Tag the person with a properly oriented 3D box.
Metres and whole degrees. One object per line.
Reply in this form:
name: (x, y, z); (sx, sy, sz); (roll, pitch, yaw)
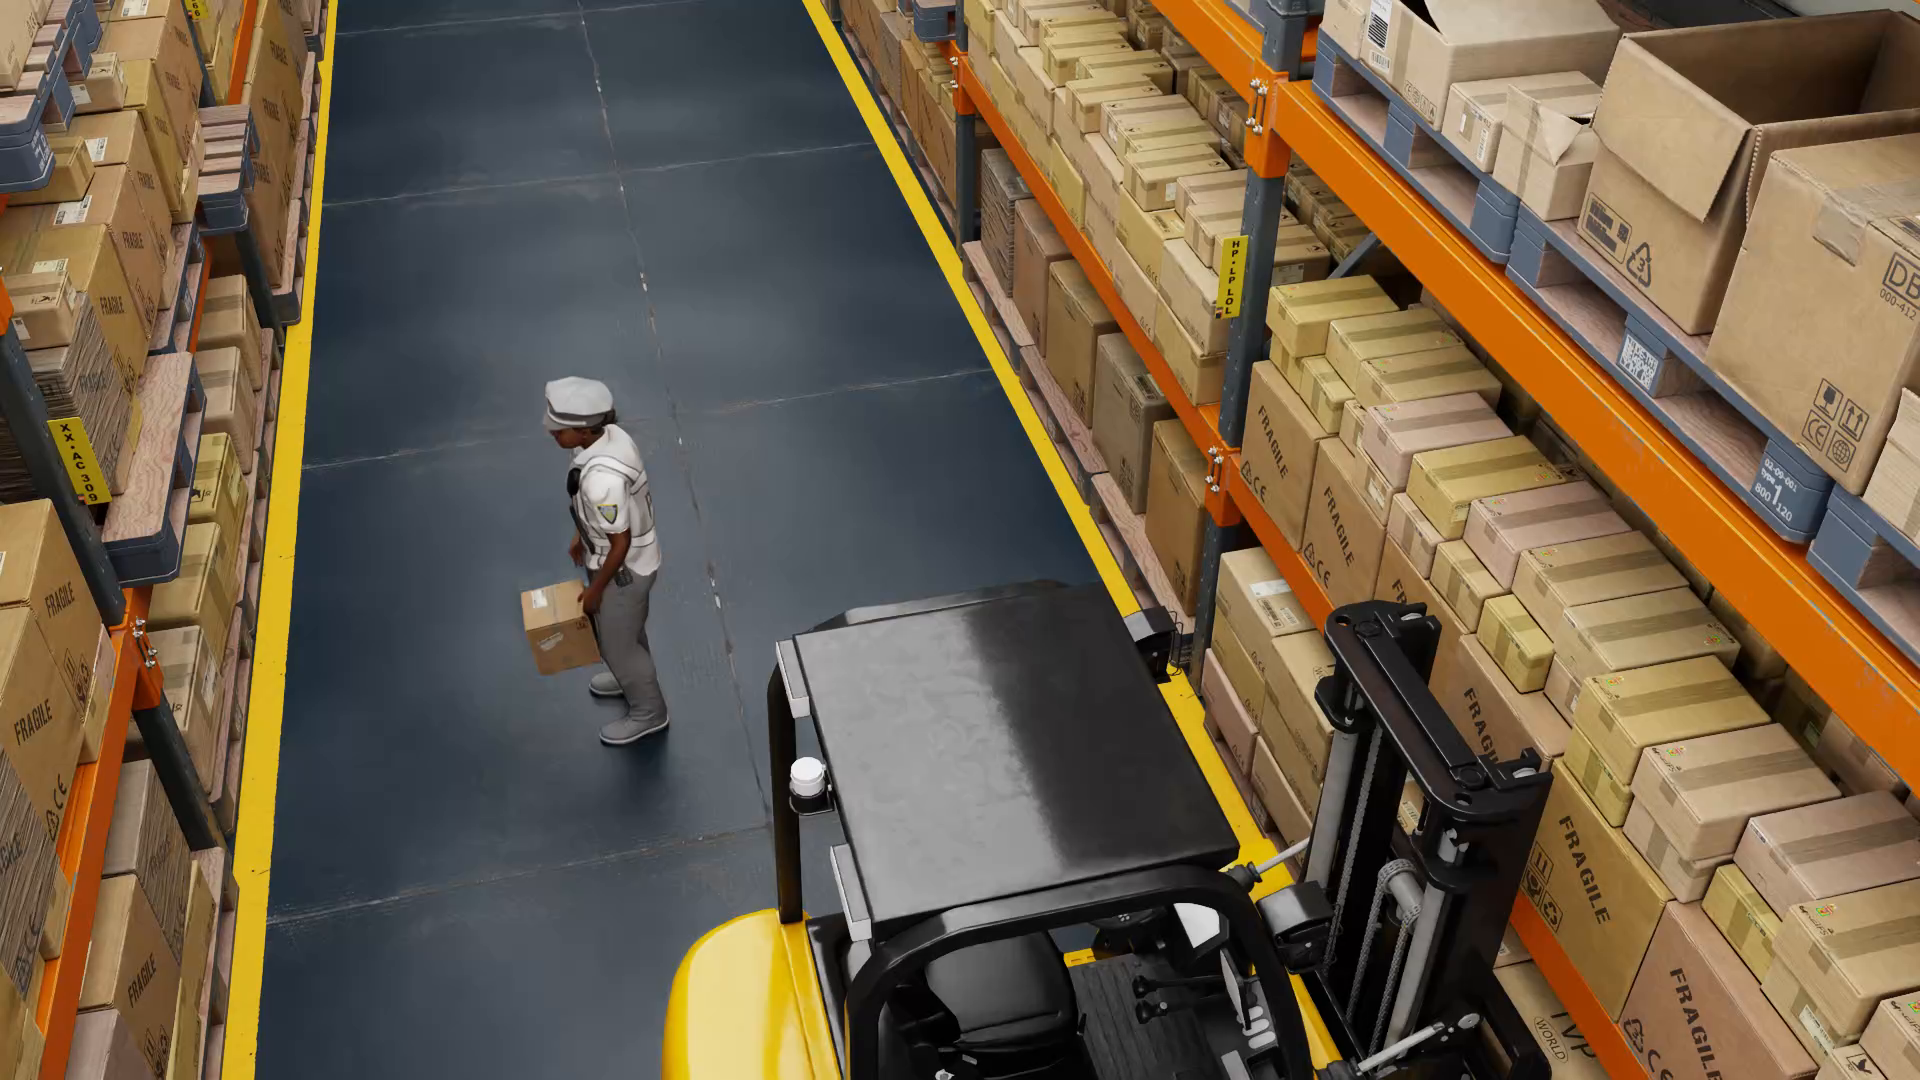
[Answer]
person: (-1.377, 0.077, 6.606); (0.370, 1.672, 0.492); (-10, 40, -13)
